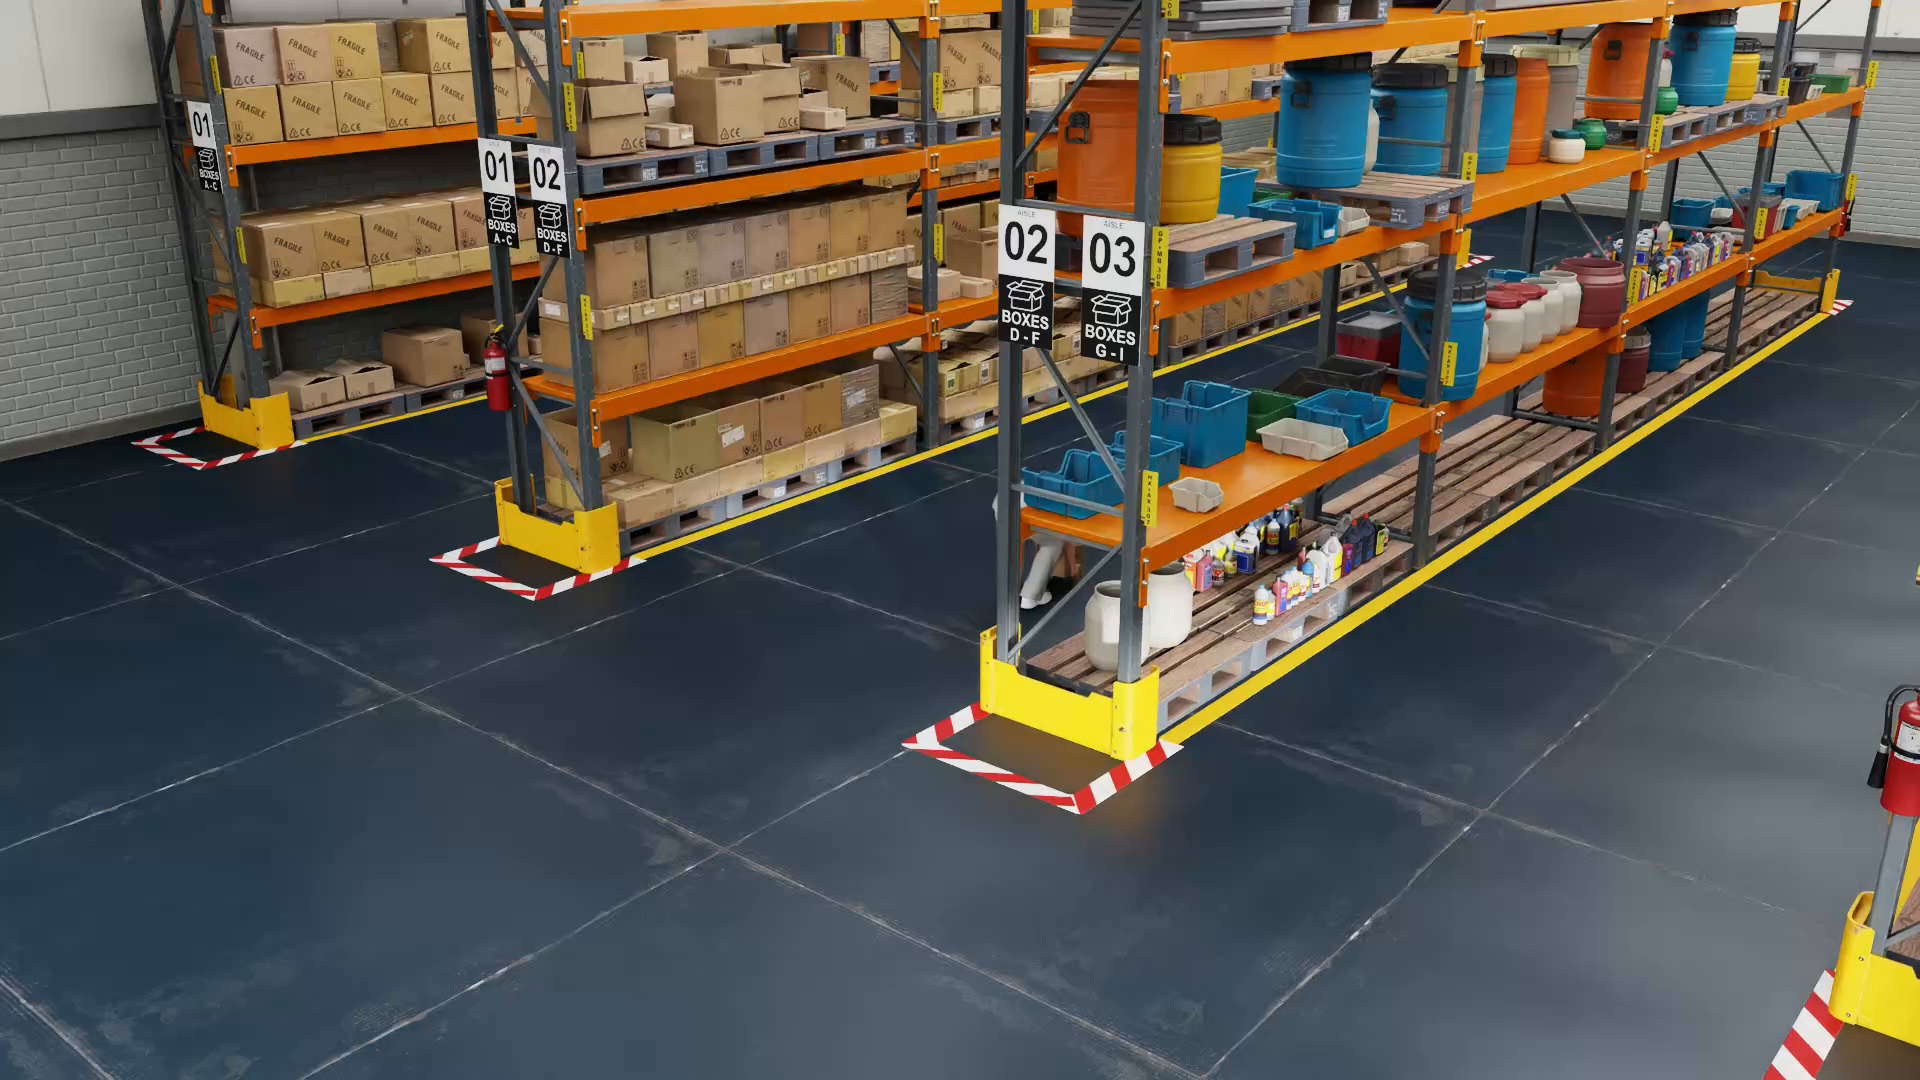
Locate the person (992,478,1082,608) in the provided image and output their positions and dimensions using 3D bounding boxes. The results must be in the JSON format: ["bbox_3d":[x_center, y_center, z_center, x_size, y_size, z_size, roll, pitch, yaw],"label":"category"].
[{"bbox_3d":[0.579,-0.039,12.250,0.454,0.935,0.854,14,25,34],"label":"person"}]
